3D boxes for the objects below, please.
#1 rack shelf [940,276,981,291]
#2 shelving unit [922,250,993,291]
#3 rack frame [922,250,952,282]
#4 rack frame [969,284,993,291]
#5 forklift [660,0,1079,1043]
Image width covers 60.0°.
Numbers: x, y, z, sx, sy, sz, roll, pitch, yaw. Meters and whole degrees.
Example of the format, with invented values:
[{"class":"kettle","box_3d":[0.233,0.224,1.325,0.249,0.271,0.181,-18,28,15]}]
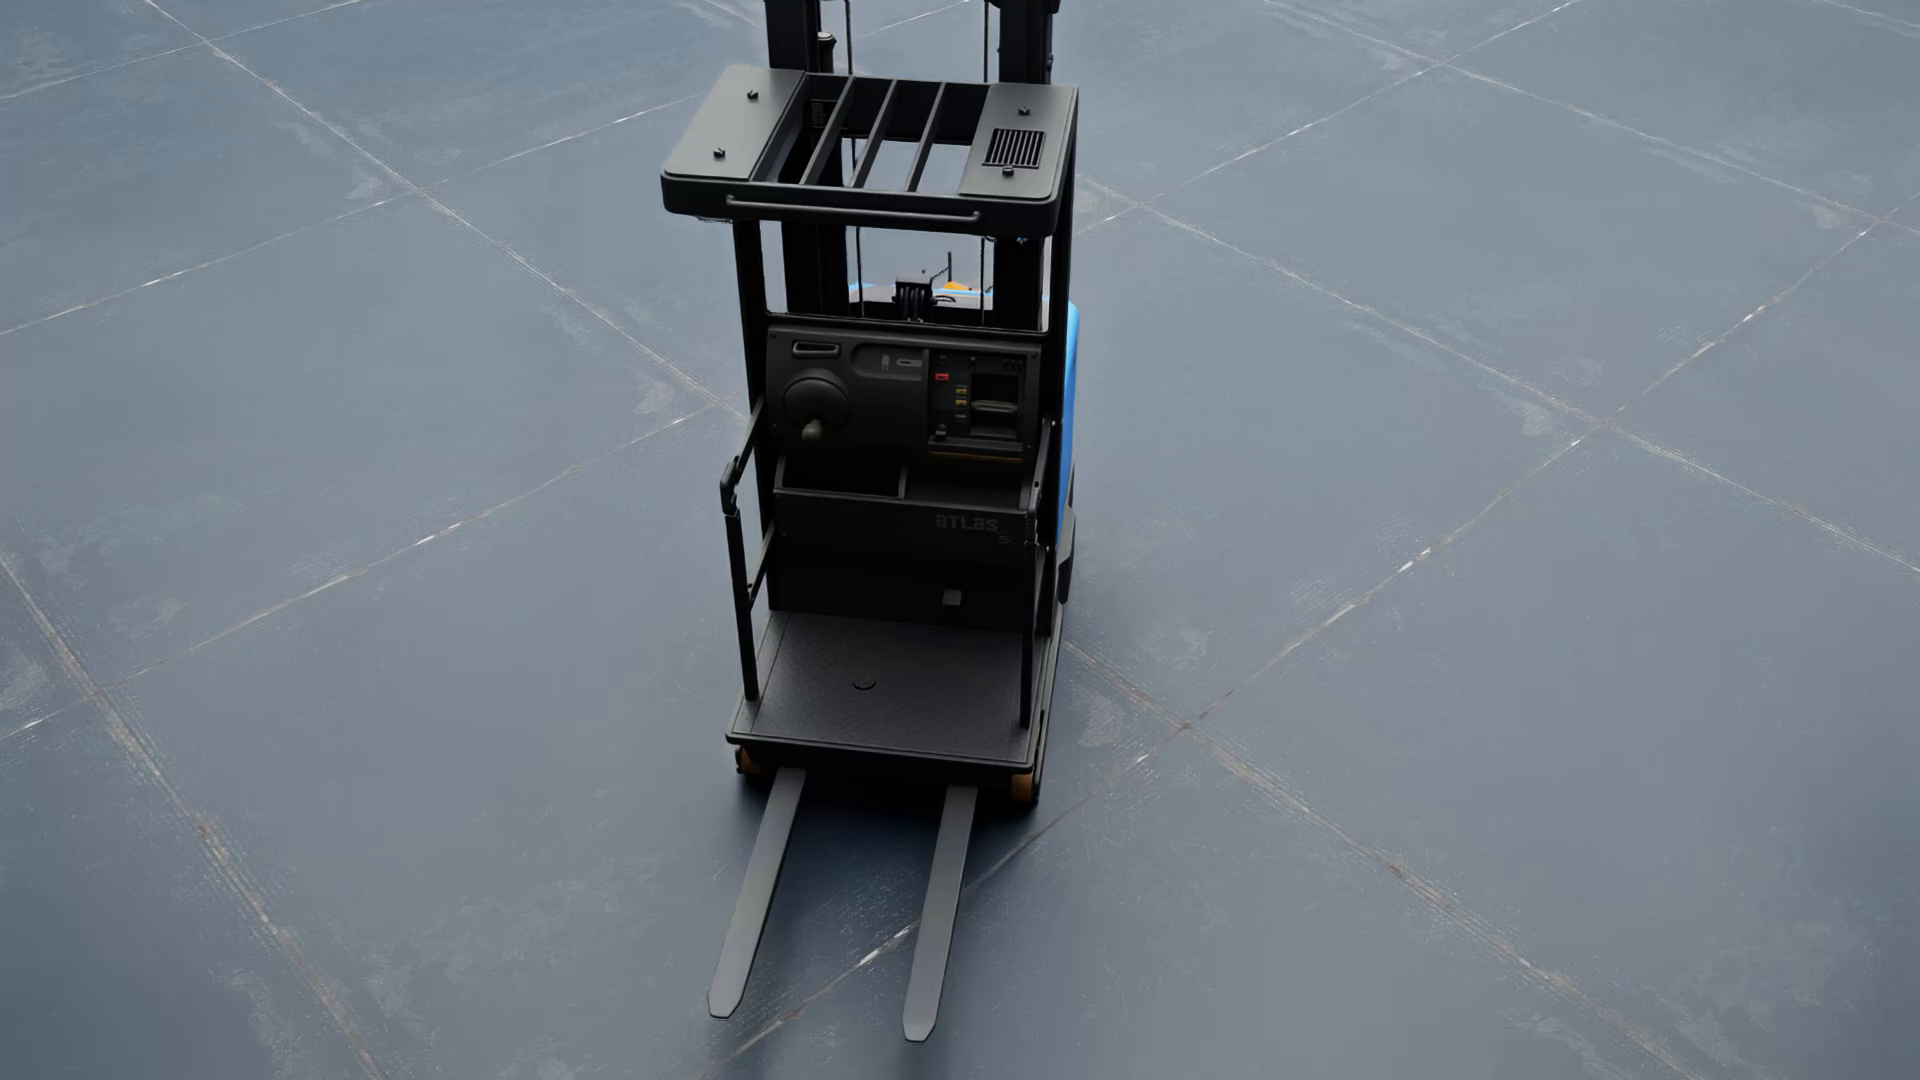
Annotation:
[{"class":"rack shelf","box_3d":[0.000,-0.950,7.156,0.240,0.259,0.215,25,45,27]},{"class":"shelving unit","box_3d":[0.000,-0.737,7.327,0.252,1.050,0.215,25,45,27]},{"class":"rack frame","box_3d":[-0.098,-0.783,7.384,0.008,1.050,0.200,25,45,27]},{"class":"rack frame","box_3d":[0.098,-0.692,7.271,0.008,1.050,0.200,25,45,27]},{"class":"forklift","box_3d":[-0.222,-0.422,5.440,1.130,2.935,3.031,5,39,6]}]
